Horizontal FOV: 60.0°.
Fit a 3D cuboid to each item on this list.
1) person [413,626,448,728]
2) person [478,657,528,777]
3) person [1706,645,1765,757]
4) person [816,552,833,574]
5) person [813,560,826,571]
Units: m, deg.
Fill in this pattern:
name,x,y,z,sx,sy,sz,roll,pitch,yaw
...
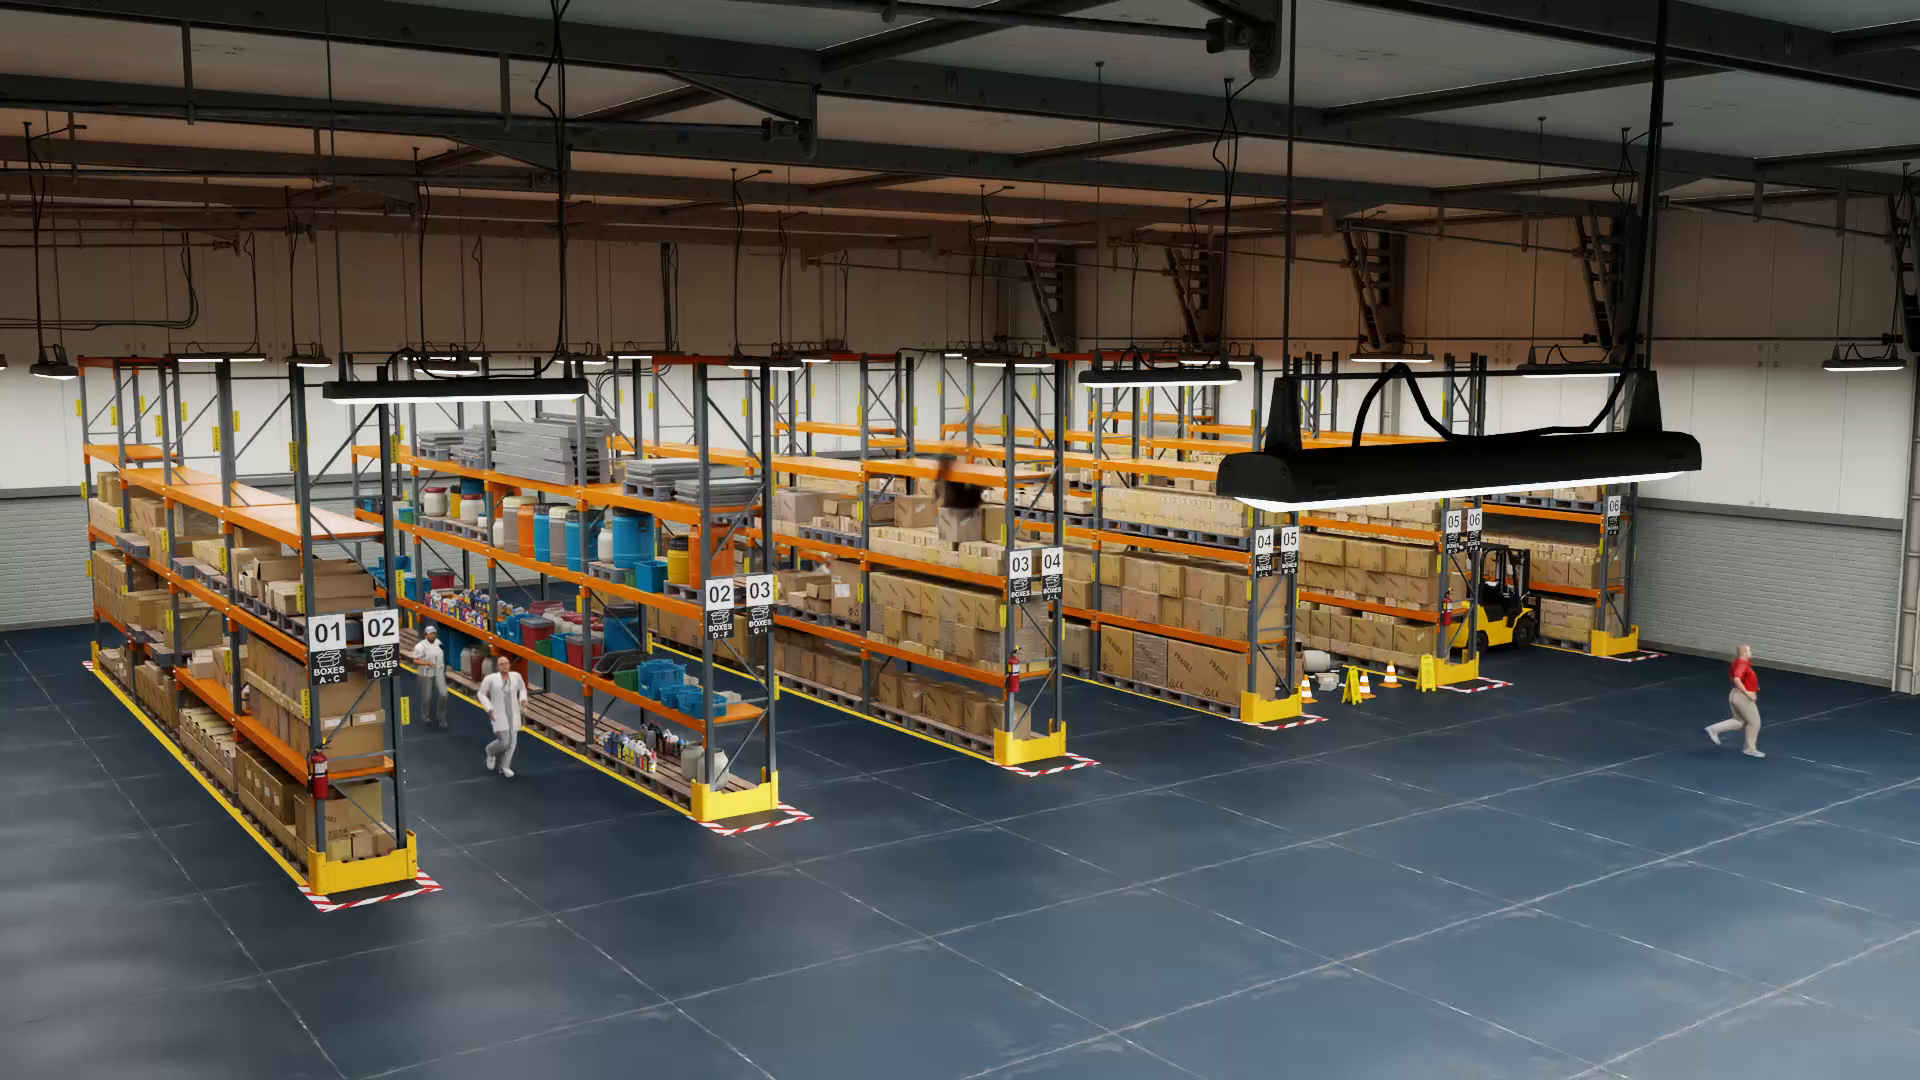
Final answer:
name,x,y,z,sx,sy,sz,roll,pitch,yaw
person,-8.630,2.244,27.142,0.592,1.718,0.725,-5,9,-37
person,-6.577,2.554,24.117,0.700,1.747,0.614,-5,9,-36
person,11.850,2.441,25.296,0.843,1.721,0.663,1,7,7
person,-2.825,1.122,35.893,0.651,1.758,0.635,-4,8,-27
person,-3.597,0.339,42.670,0.693,1.680,0.539,-6,9,-38
